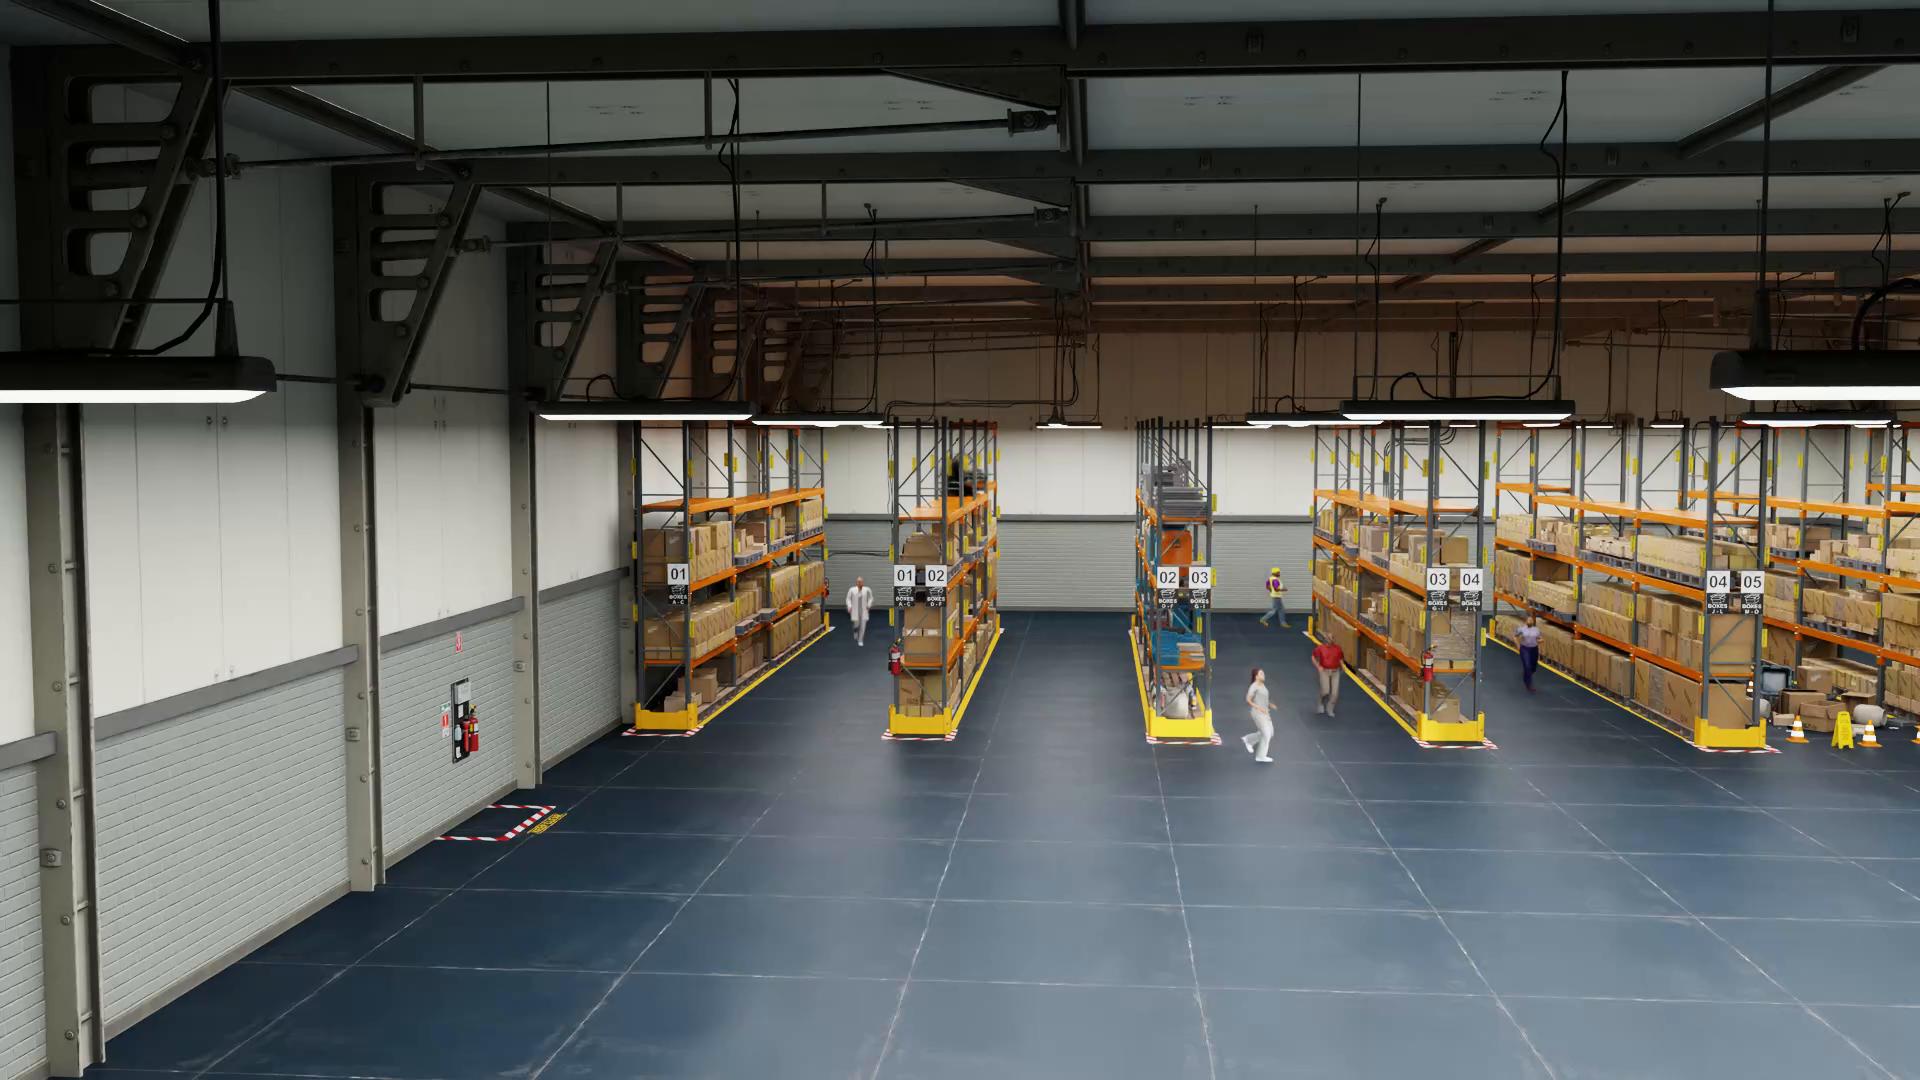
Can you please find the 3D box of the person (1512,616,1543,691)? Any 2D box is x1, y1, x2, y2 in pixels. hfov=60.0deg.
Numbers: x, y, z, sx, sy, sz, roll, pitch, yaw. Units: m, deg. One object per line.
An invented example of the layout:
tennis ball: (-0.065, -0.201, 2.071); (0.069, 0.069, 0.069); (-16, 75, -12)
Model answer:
person: (12.600, 2.491, 36.825); (0.611, 1.614, 0.906); (0, 4, -4)

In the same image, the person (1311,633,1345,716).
person: (7.413, 2.700, 33.344); (0.656, 1.676, 0.610); (0, 4, -3)

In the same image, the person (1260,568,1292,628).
person: (9.137, 1.675, 48.047); (0.935, 1.752, 0.706); (0, 4, 5)

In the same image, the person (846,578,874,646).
person: (-2.548, 1.810, 42.302); (0.695, 1.738, 0.672); (0, 4, -6)

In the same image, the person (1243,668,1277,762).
person: (5.162, 3.025, 28.911); (0.611, 1.625, 0.602); (3, 5, 36)
